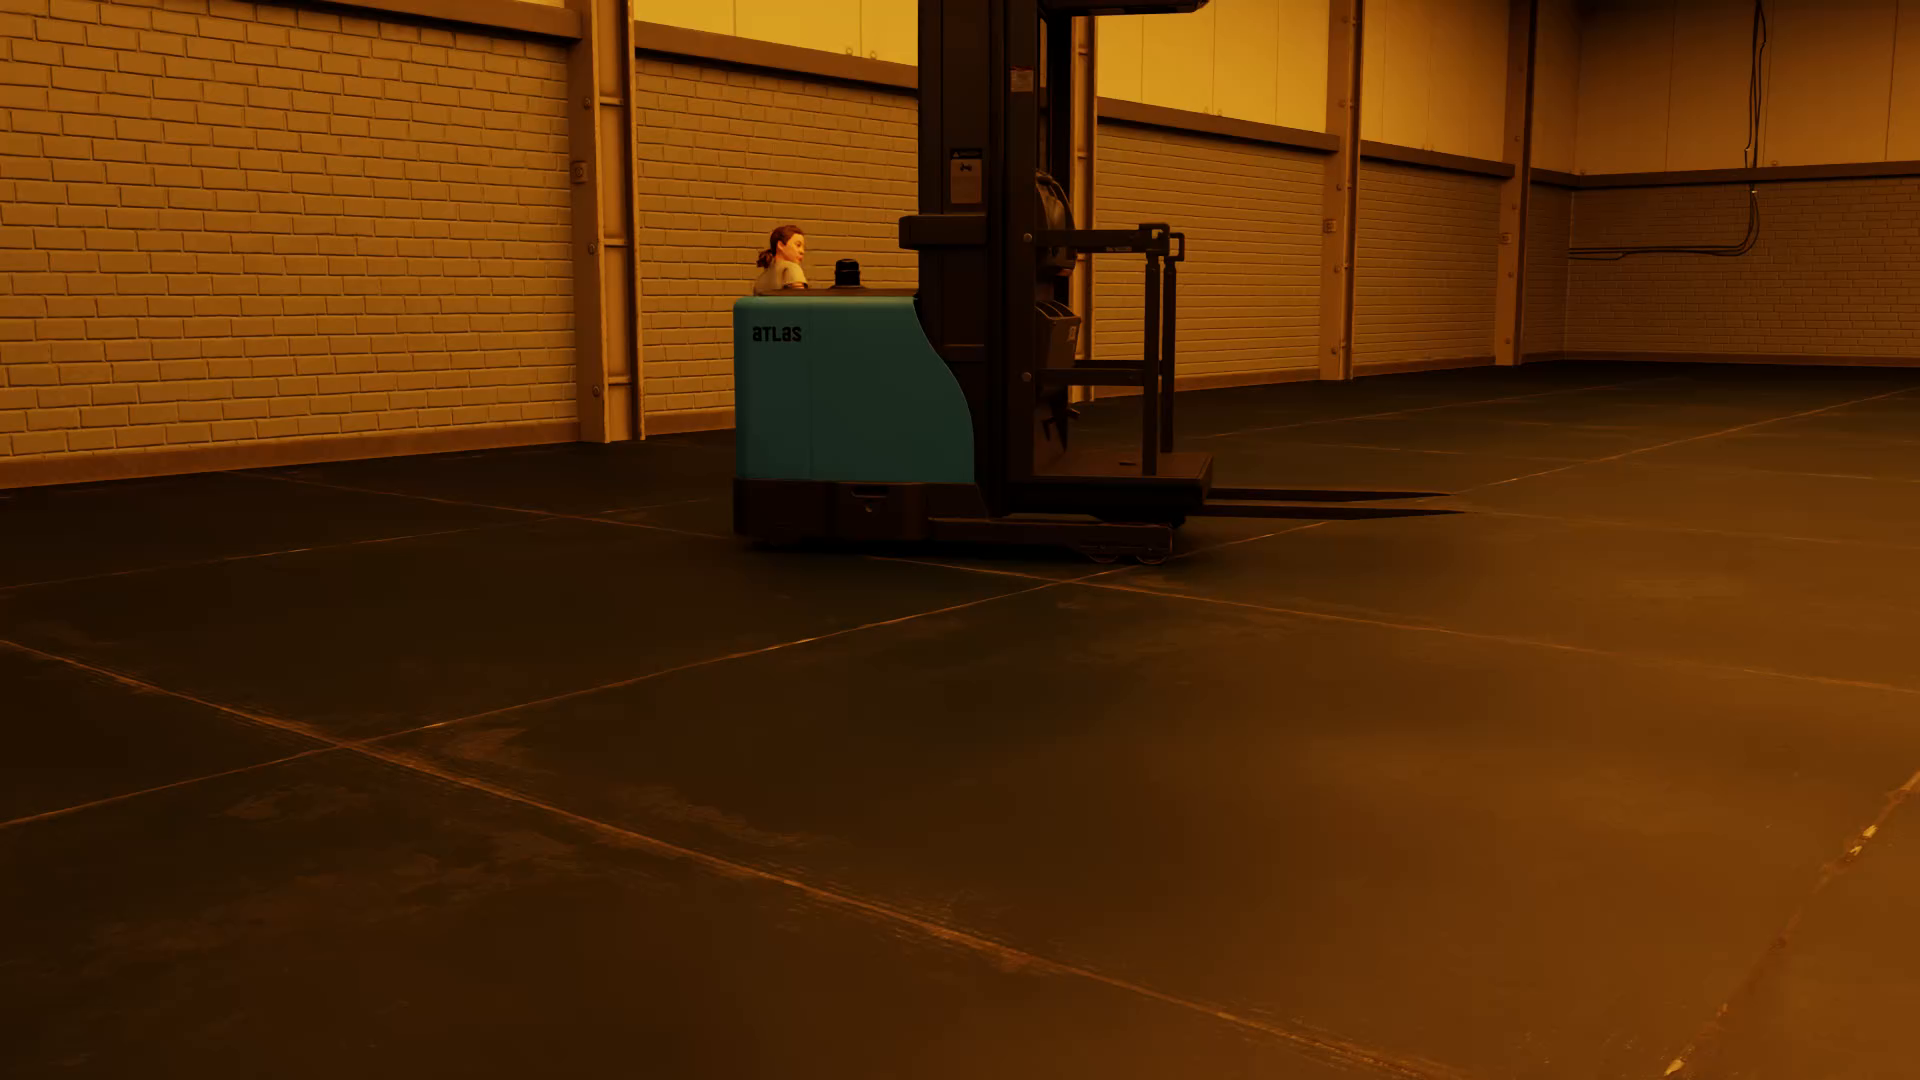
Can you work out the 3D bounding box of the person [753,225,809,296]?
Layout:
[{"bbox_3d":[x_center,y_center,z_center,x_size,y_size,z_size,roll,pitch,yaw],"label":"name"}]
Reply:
[{"bbox_3d":[-0.897,-1.105,9.846,0.665,1.501,0.738,5,10,30],"label":"person"}]

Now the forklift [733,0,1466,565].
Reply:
[{"bbox_3d":[0.599,-1.433,7.077,3.031,2.935,1.130,2,8,11],"label":"forklift"}]
